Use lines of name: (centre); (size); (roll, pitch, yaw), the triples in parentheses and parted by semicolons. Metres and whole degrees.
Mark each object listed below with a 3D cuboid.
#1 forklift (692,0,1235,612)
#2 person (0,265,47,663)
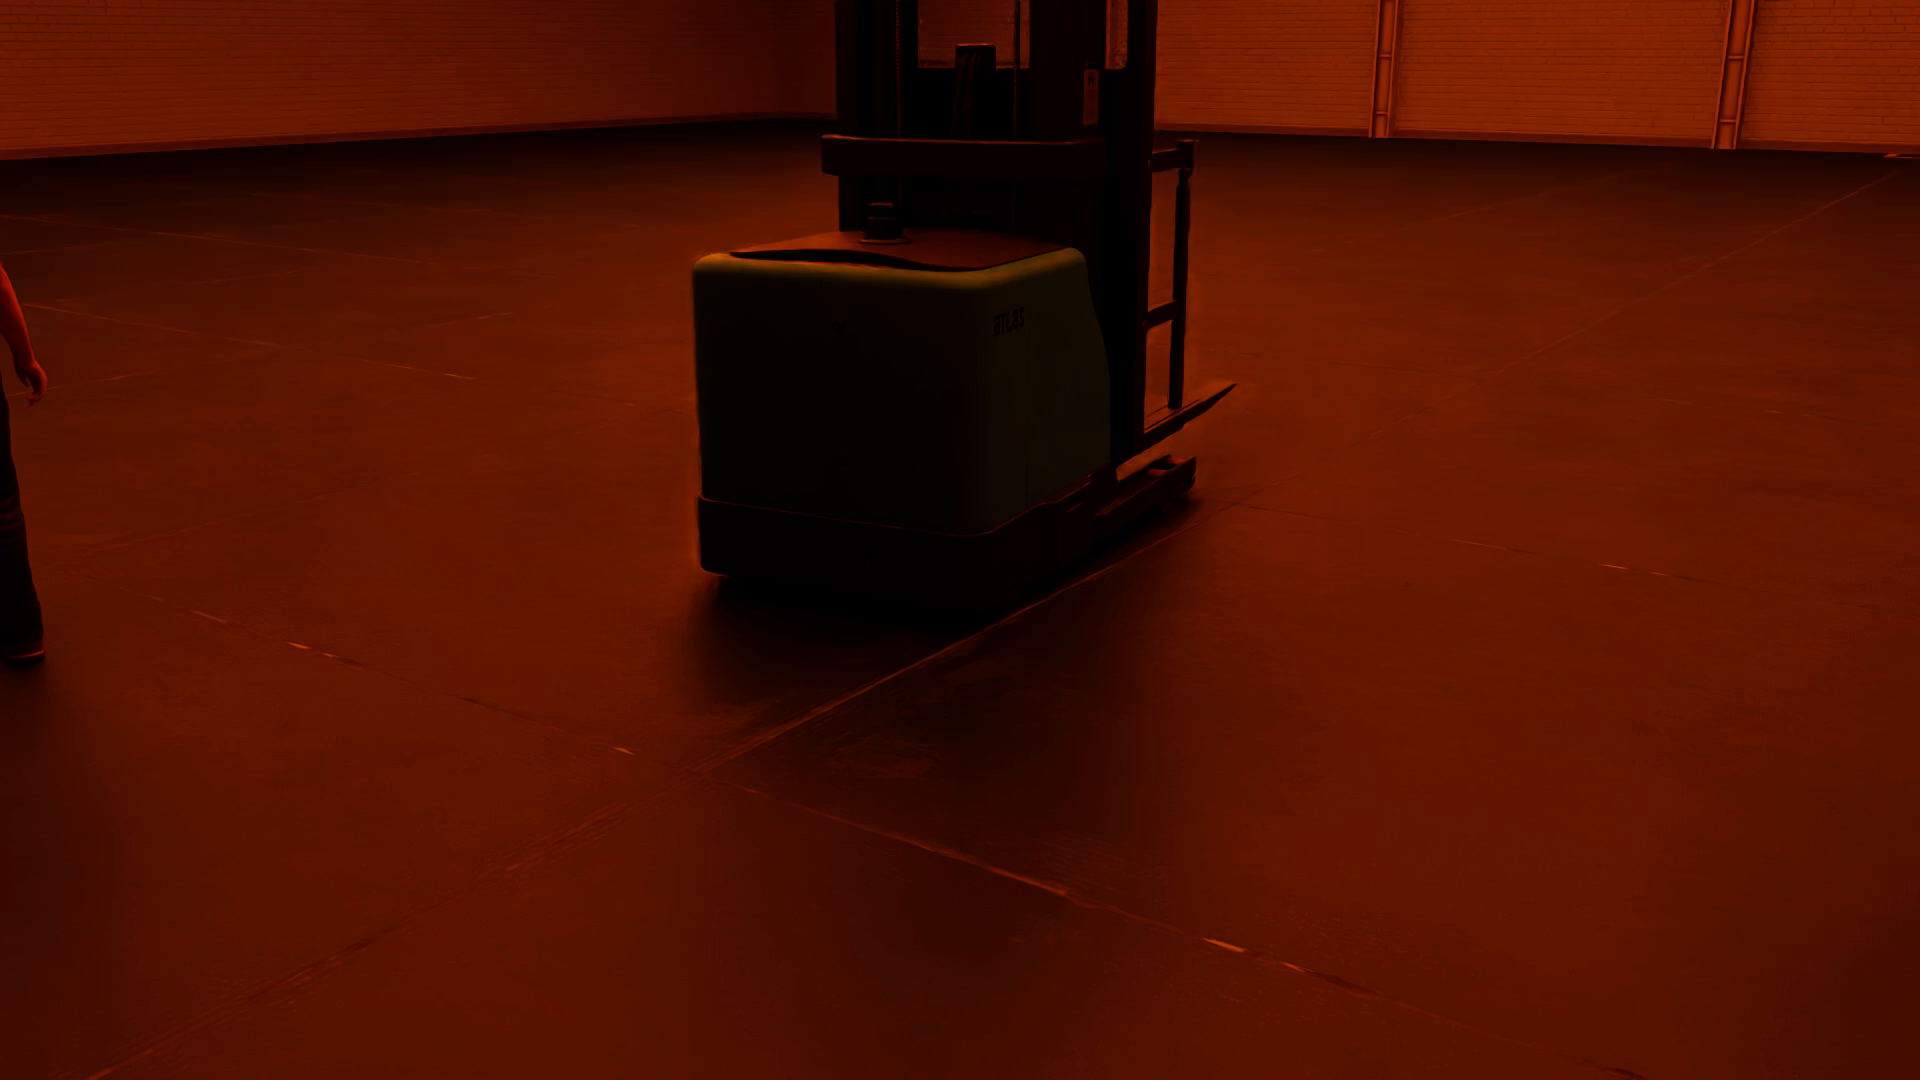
forklift: (0.267, -1.562, 6.057); (1.130, 2.935, 3.031); (8, 19, 26)
person: (-2.830, -0.416, 4.480); (0.643, 1.644, 0.446); (-11, 20, -33)
